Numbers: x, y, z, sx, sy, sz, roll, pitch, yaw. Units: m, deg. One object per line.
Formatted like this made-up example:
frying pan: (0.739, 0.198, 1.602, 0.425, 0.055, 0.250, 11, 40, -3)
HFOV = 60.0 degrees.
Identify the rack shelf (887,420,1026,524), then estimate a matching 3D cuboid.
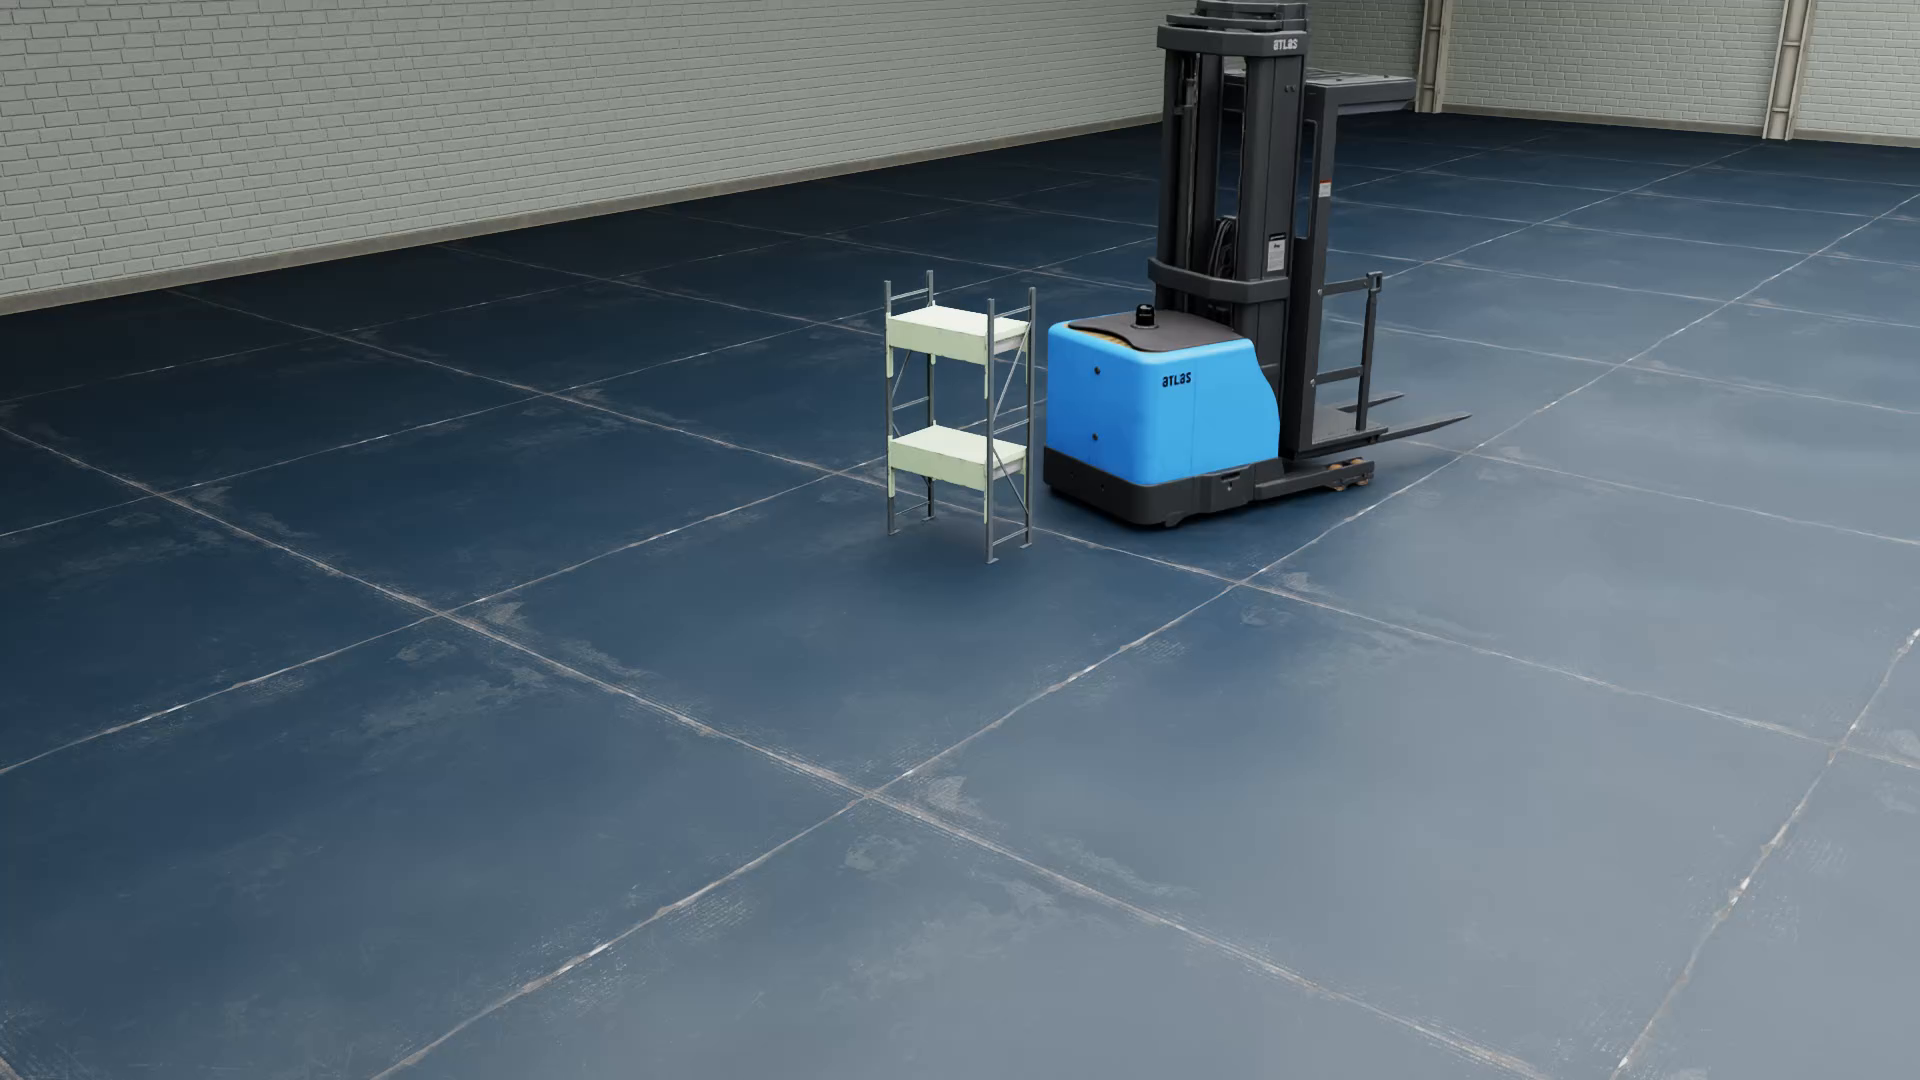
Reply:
rack shelf: (-0.005, -0.398, 9.523, 0.720, 0.370, 0.431, 16, 26, 36)

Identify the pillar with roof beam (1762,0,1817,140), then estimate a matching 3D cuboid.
pillar with roof beam: (10.501, -9.532, 22.191, 0.400, 9.000, 9.100, 16, 26, 36)

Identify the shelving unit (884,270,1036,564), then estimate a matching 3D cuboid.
shelving unit: (-0.005, -0.703, 9.407, 0.755, 1.500, 0.431, 16, 26, 36)

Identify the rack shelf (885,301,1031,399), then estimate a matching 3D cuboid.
rack shelf: (-0.005, -1.068, 9.270, 0.720, 0.370, 0.431, 16, 26, 36)

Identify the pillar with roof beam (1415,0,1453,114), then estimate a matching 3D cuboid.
pillar with roof beam: (5.853, -10.870, 25.741, 0.400, 9.000, 9.100, 16, 26, 36)

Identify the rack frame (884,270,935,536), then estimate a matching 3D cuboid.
rack frame: (-0.289, -0.785, 9.624, 0.023, 1.500, 0.400, 16, 26, 36)

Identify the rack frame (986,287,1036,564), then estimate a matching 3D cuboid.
rack frame: (0.278, -0.622, 9.191, 0.023, 1.500, 0.400, 16, 26, 36)

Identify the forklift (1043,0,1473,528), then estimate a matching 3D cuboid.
forklift: (2.035, -1.824, 10.351, 3.031, 2.935, 1.130, -13, 24, -31)
